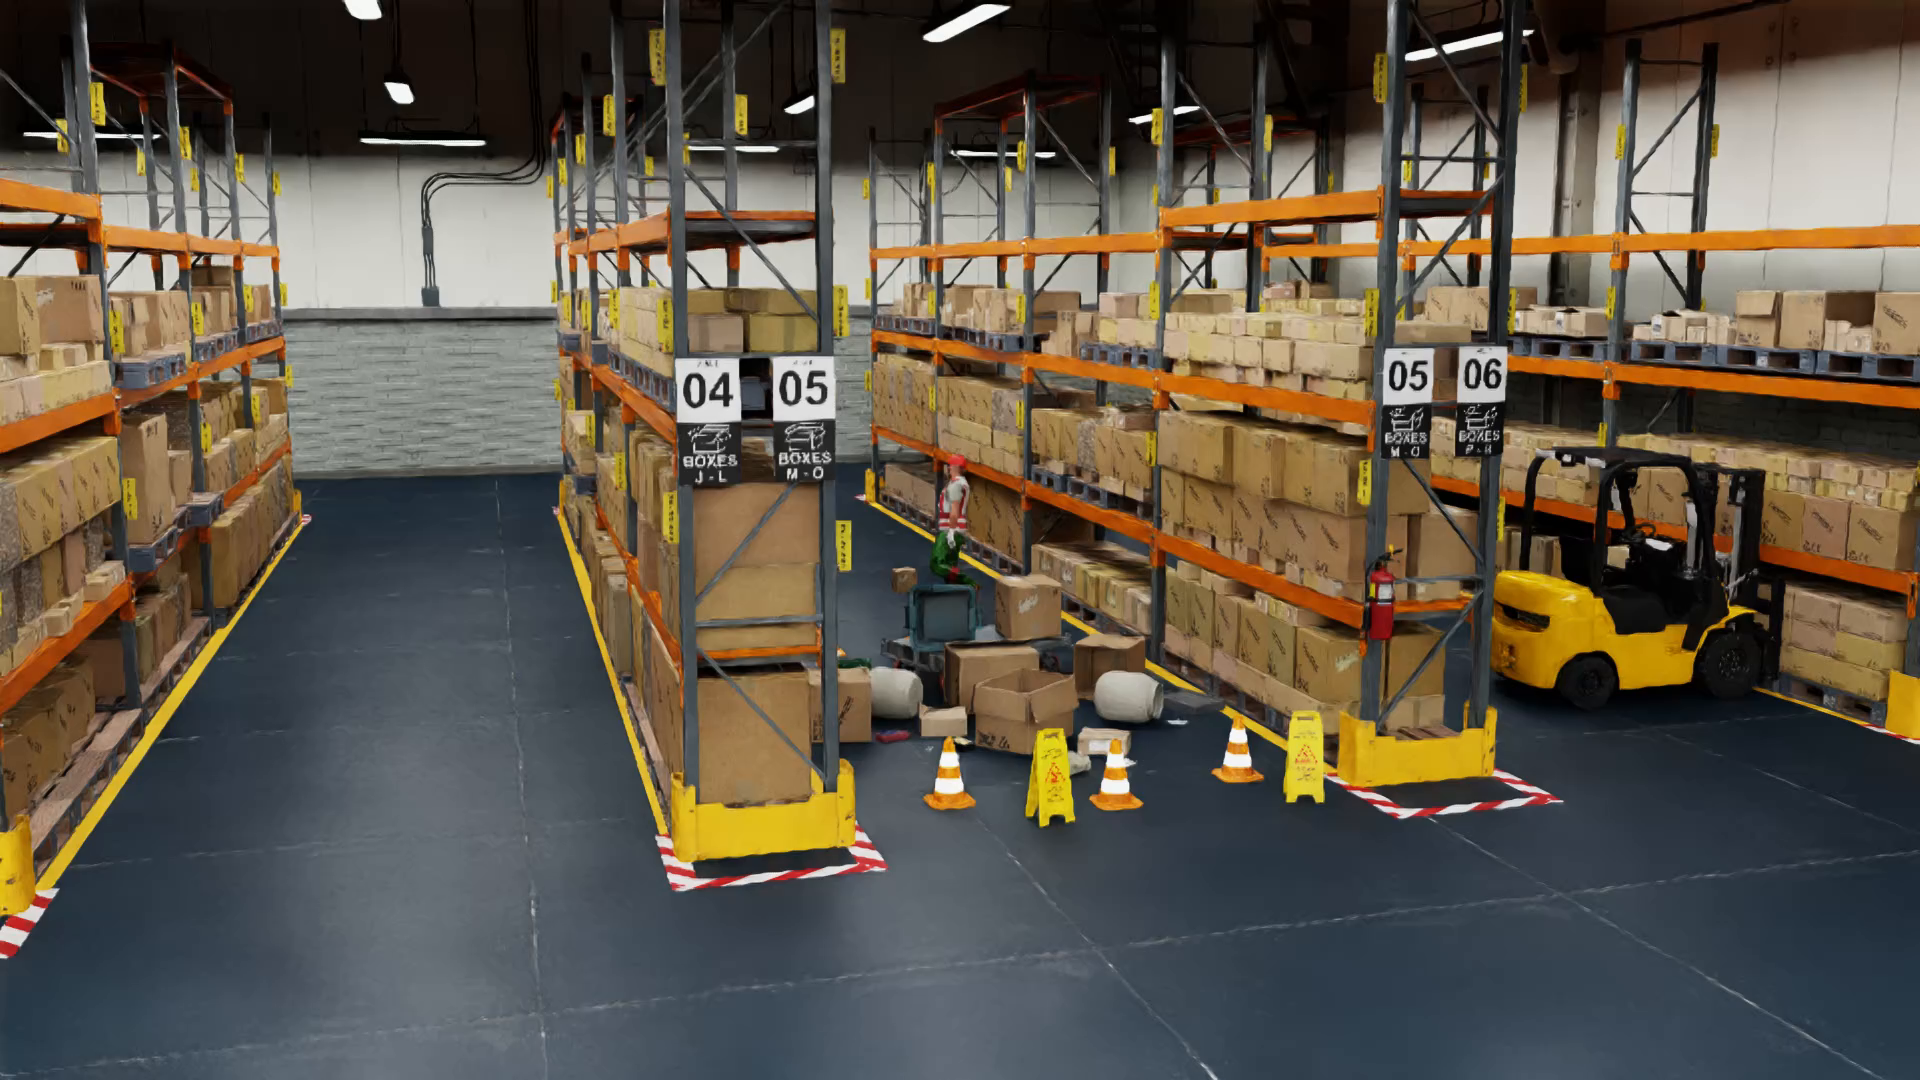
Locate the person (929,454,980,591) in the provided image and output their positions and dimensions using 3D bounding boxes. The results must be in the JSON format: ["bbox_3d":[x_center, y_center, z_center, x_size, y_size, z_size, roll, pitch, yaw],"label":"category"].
[{"bbox_3d":[-0.059,-0.063,18.277,0.596,1.744,0.672,1,9,6],"label":"person"}]
